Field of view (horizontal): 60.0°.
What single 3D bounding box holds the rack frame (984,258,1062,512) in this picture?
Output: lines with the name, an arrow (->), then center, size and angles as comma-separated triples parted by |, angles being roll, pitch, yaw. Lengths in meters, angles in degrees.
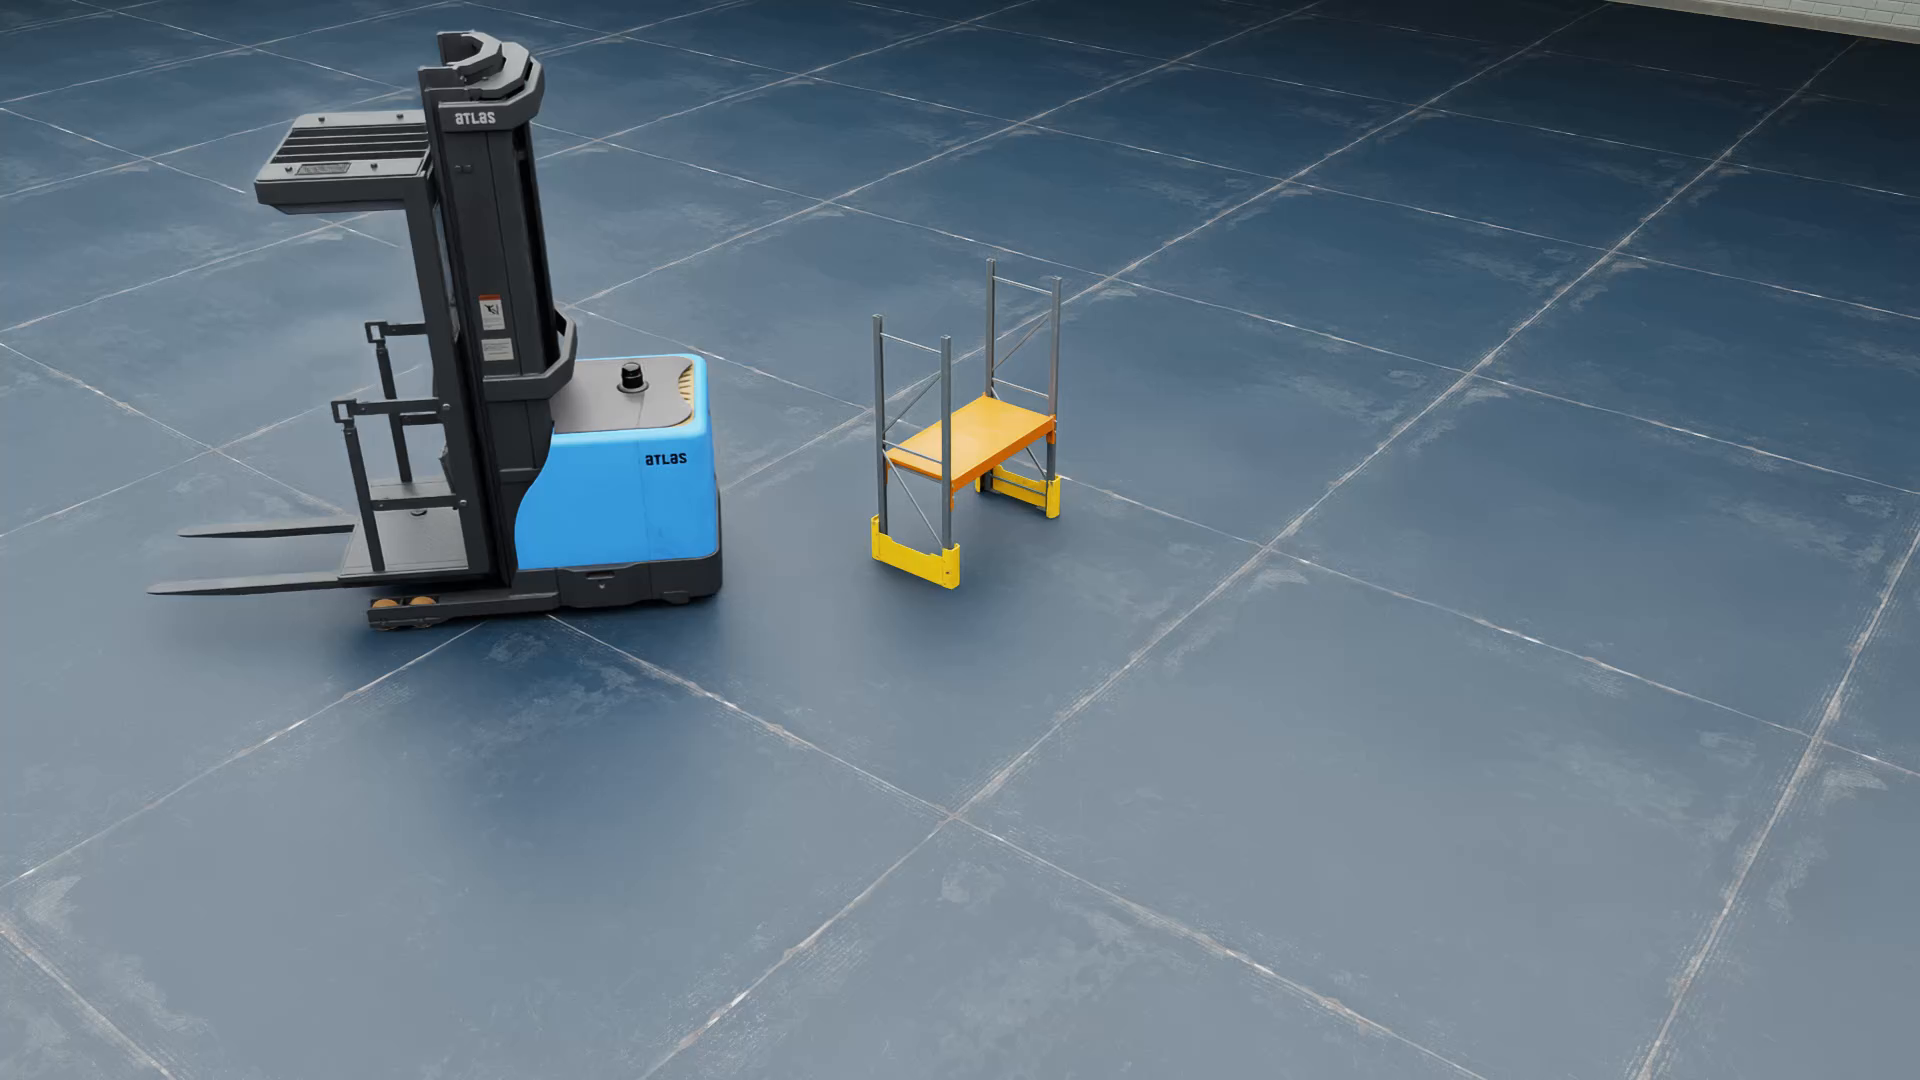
rack frame -> 0.358, -0.887, 9.775 | 0.500, 1.500, 0.032 | 21, 37, 31

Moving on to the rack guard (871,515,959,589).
rack guard -> -0.255, 0.064, 9.397 | 0.587, 0.250, 0.087 | 21, 37, 31

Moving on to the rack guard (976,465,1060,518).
rack guard -> 0.347, -0.341, 10.080 | 0.587, 0.250, 0.087 | 21, 37, 31

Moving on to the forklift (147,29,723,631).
forklift -> -2.871, -1.062, 8.667 | 3.031, 2.935, 1.130 | -4, 31, -7

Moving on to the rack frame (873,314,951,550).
rack frame -> -0.255, -0.473, 9.077 | 0.500, 1.500, 0.032 | 21, 37, 31

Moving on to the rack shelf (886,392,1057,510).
rack shelf -> 0.052, -0.525, 9.518 | 0.538, 0.185, 1.000 | 21, 37, 31

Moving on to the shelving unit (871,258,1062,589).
shelving unit -> 0.046, -0.676, 9.420 | 0.587, 1.500, 1.083 | 21, 37, 31
